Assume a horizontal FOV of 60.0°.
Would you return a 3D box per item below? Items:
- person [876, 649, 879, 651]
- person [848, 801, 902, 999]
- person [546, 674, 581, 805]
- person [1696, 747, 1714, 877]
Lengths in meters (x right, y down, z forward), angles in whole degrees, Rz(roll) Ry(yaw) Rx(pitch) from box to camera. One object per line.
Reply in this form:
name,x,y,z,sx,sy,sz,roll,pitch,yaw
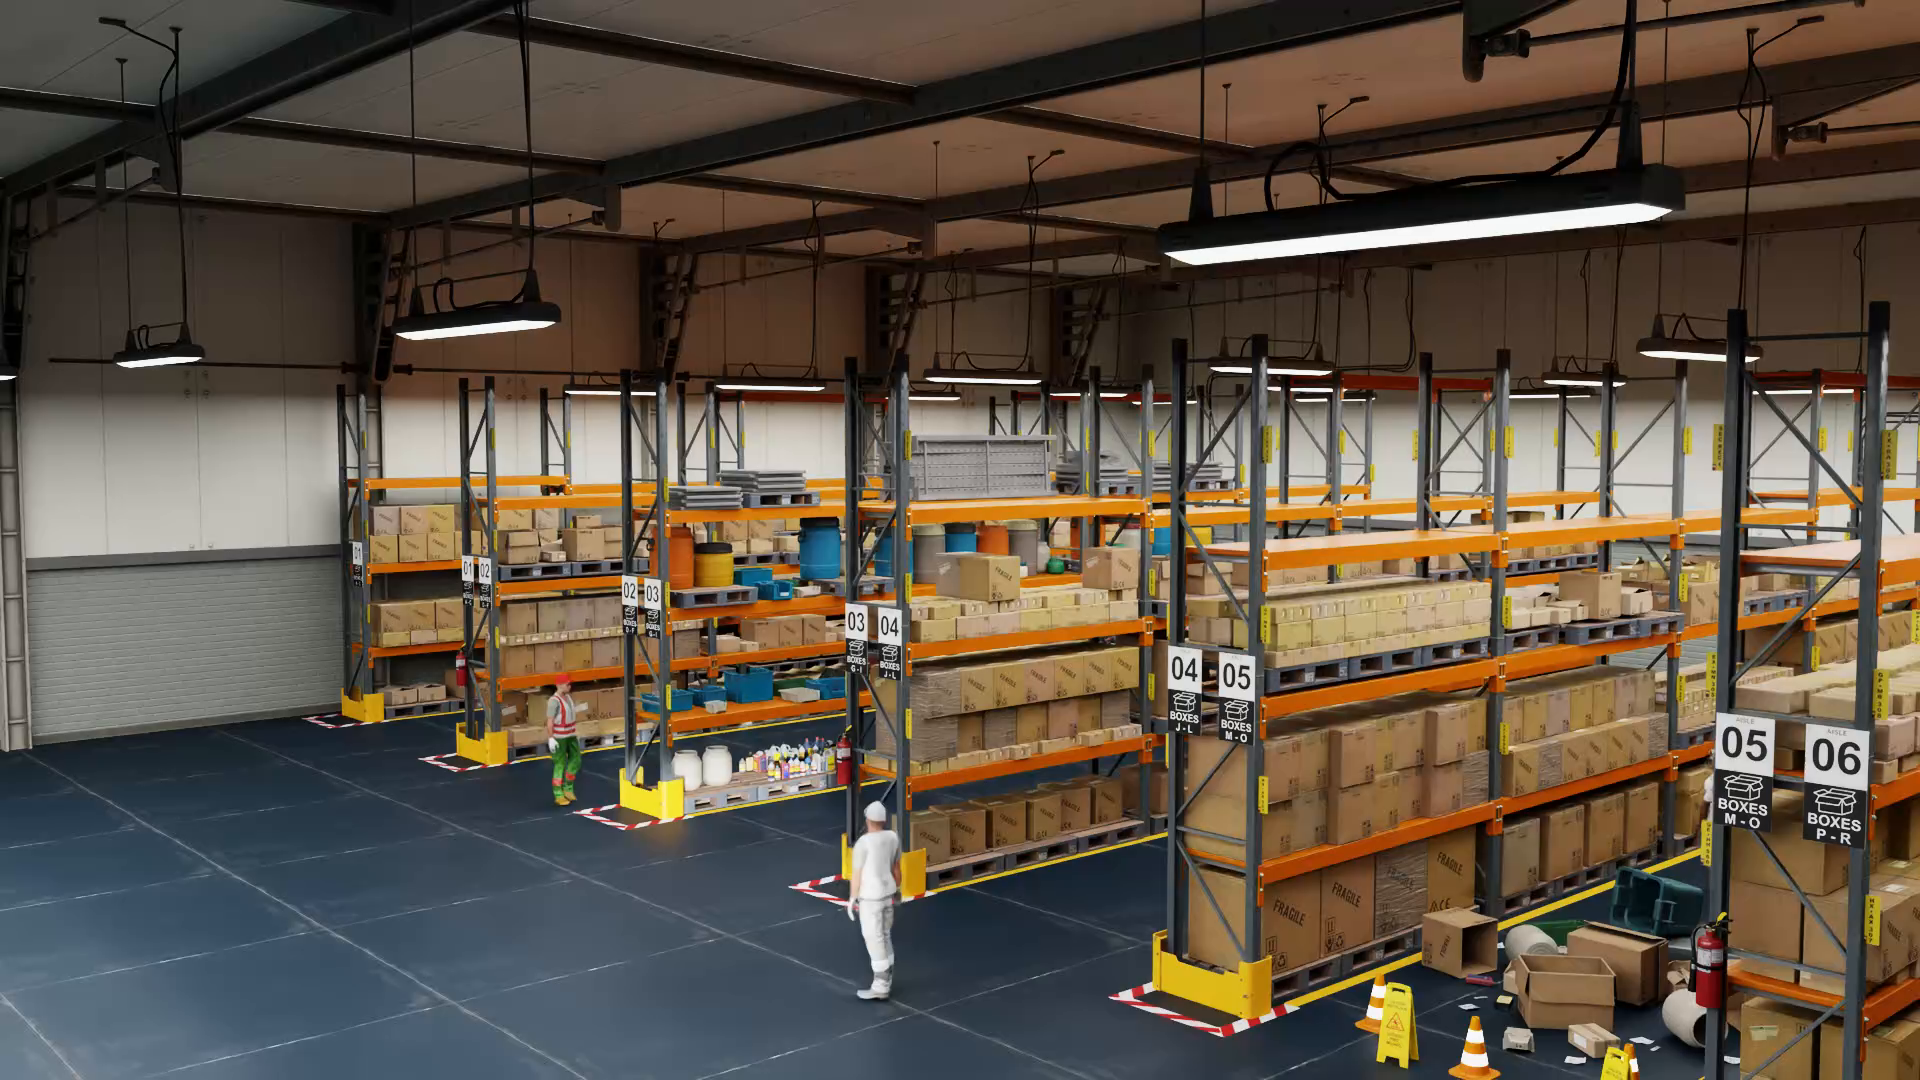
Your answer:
person,-1.848,1.976,34.145,0.704,1.782,0.520,-1,4,-18
person,-0.759,3.270,15.203,0.366,1.801,0.630,2,4,32
person,-5.512,2.784,23.146,0.392,1.853,0.659,1,4,21
person,8.483,3.137,18.512,0.526,1.657,0.604,1,4,14
